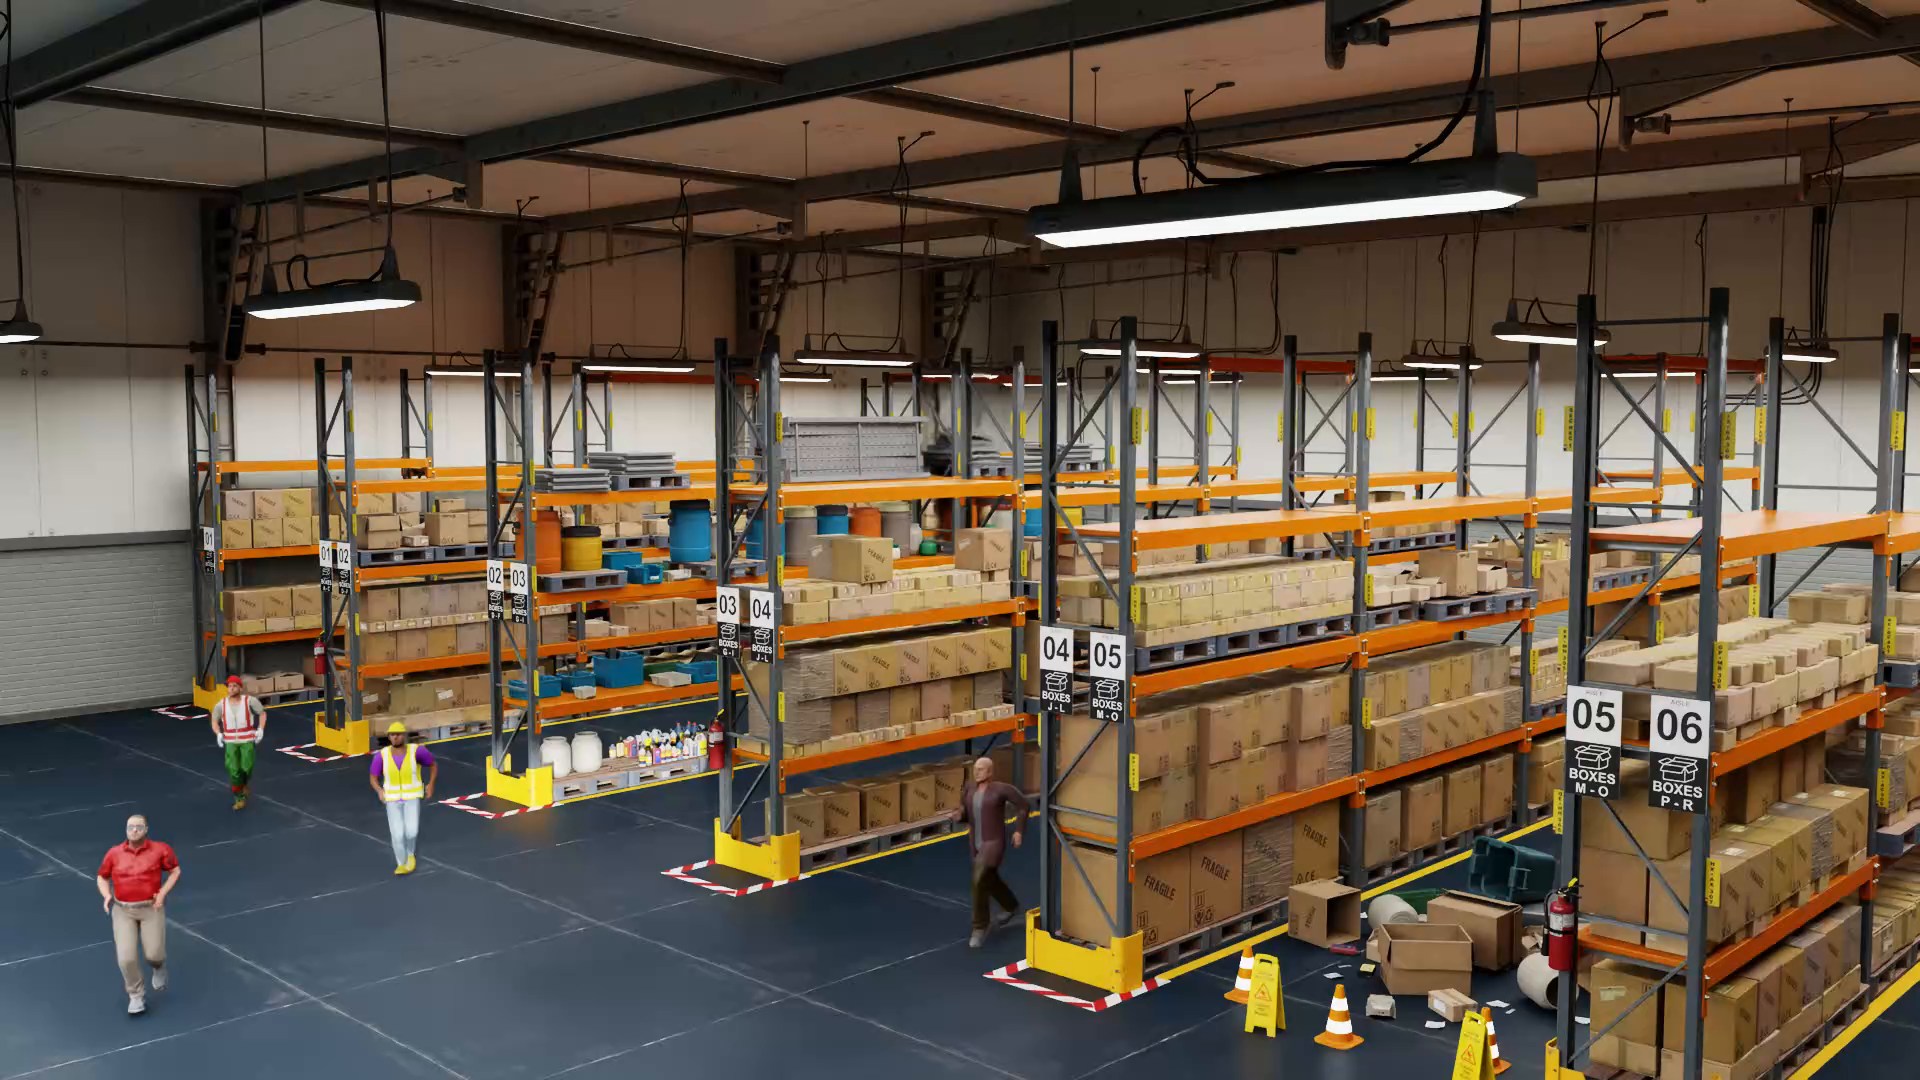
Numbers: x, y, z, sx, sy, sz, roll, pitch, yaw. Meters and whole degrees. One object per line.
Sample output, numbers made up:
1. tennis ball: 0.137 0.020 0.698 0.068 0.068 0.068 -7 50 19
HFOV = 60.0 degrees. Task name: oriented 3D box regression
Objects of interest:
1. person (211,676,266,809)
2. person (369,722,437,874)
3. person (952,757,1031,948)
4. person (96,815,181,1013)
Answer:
1. person: -9.409 2.637 21.684 0.663 1.745 0.544 -1 5 -17
2. person: -6.201 2.883 18.498 0.712 1.721 0.566 -1 4 -13
3. person: 0.300 3.032 16.428 0.893 1.818 0.723 -4 6 -44
4. person: -7.144 3.217 14.467 0.661 1.672 0.629 -1 5 -19
